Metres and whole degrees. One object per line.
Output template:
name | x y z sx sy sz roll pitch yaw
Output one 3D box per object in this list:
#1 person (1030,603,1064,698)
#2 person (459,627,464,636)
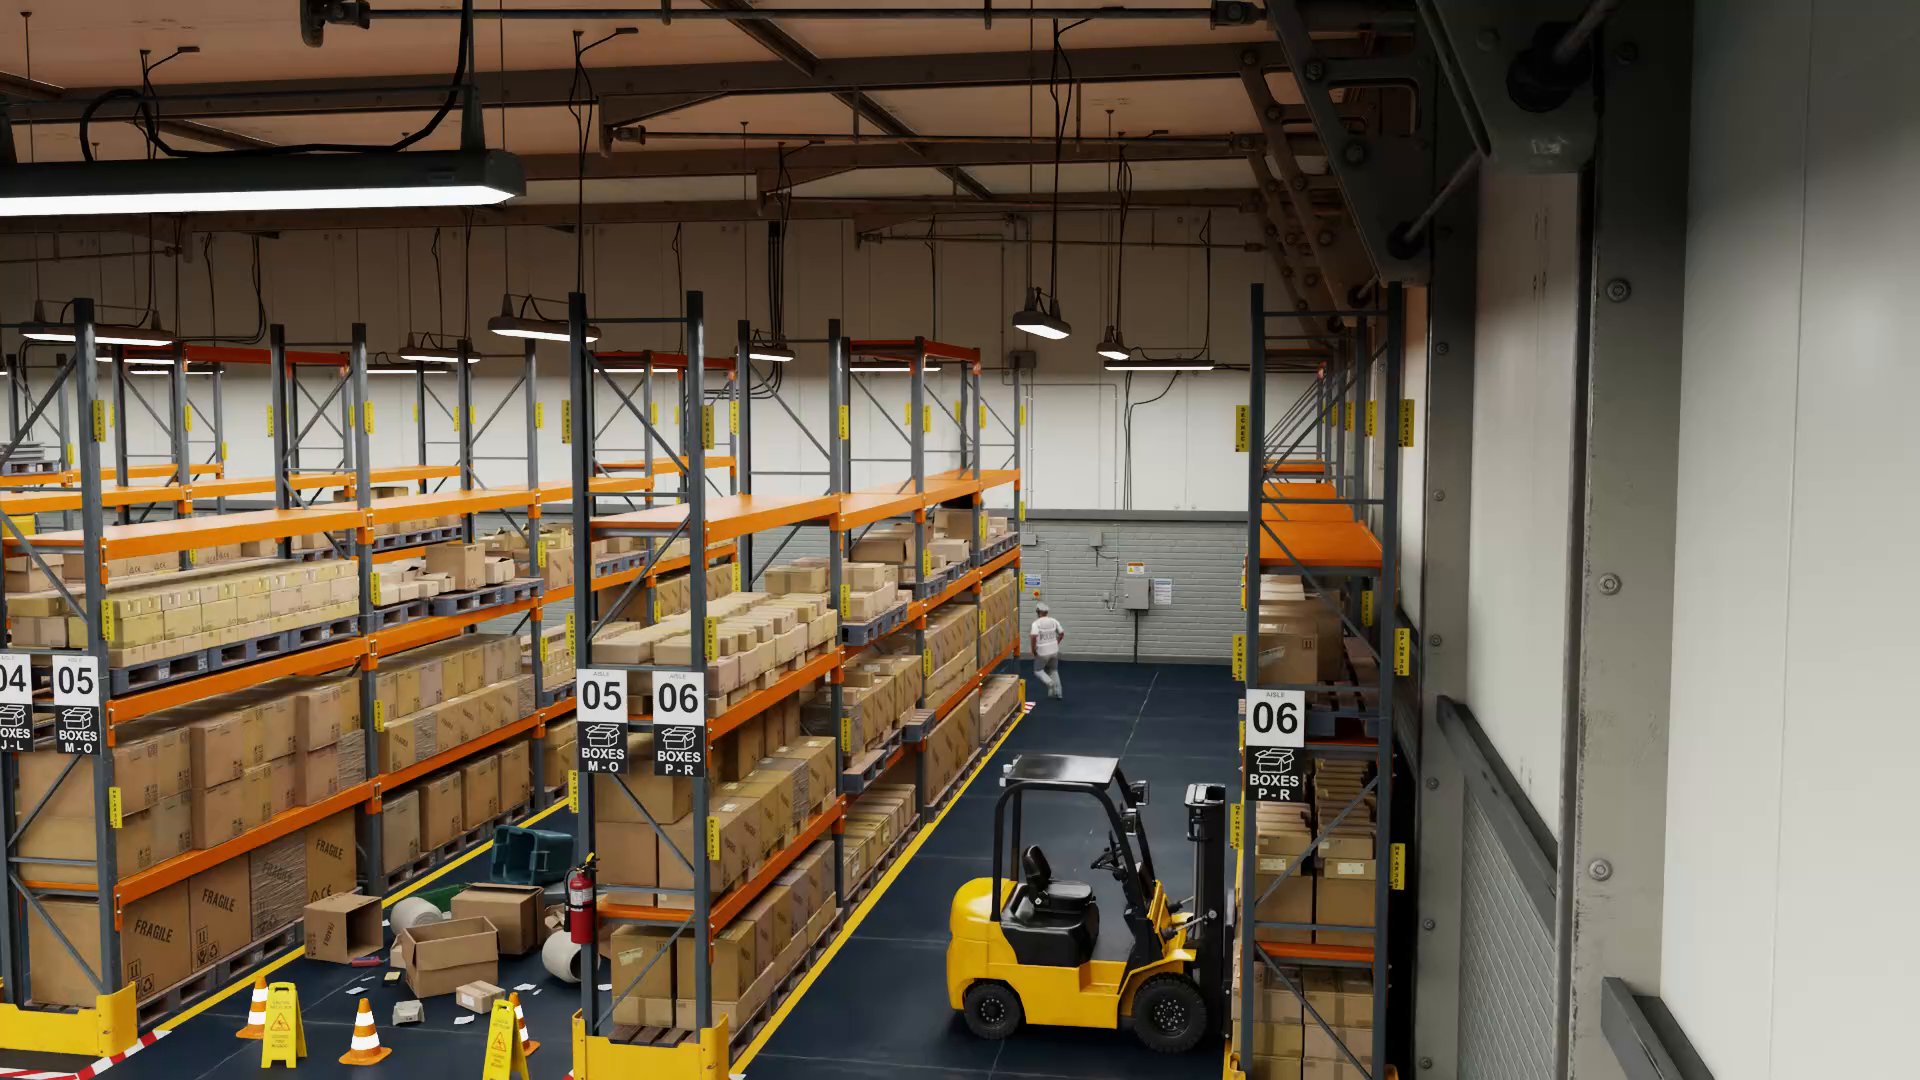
person | 1.472 1.955 29.332 0.717 1.715 0.504 -2 5 -26
person | -8.030 2.173 26.946 0.555 1.684 0.677 0 5 3
